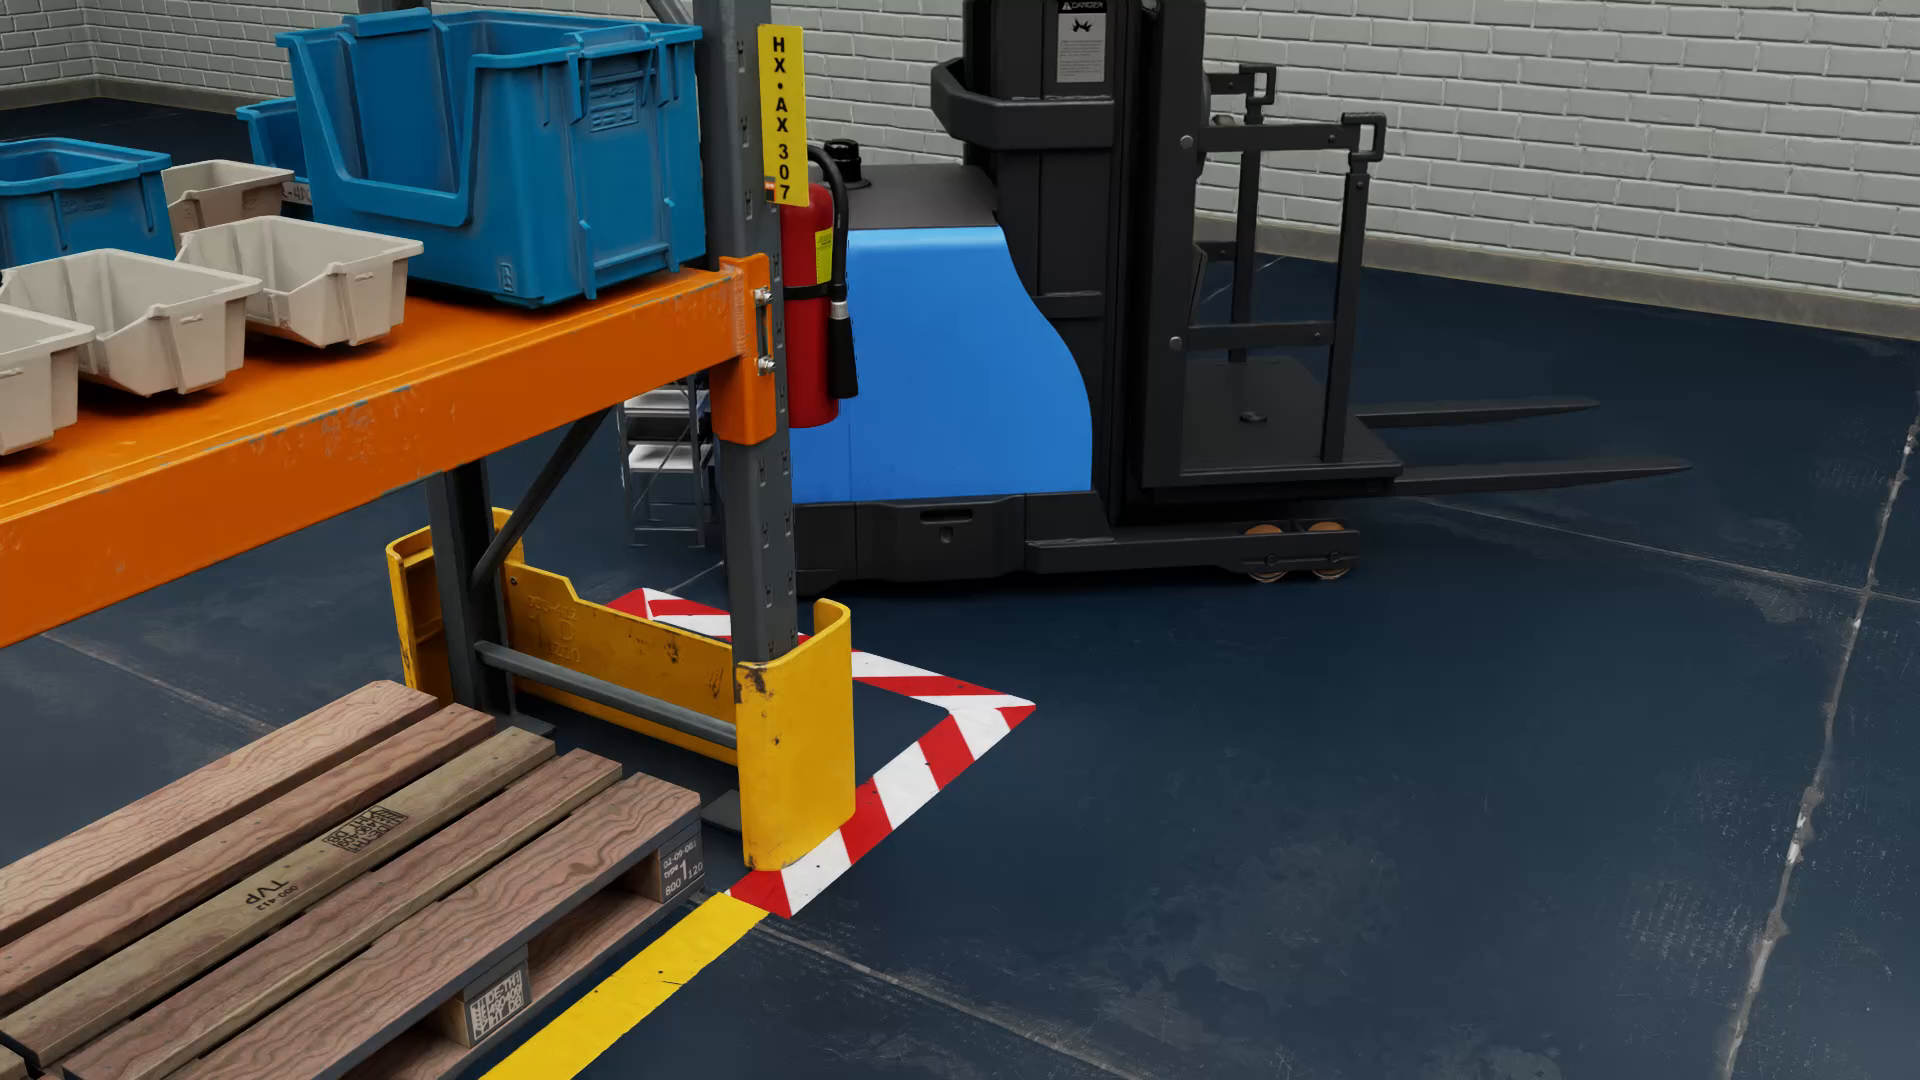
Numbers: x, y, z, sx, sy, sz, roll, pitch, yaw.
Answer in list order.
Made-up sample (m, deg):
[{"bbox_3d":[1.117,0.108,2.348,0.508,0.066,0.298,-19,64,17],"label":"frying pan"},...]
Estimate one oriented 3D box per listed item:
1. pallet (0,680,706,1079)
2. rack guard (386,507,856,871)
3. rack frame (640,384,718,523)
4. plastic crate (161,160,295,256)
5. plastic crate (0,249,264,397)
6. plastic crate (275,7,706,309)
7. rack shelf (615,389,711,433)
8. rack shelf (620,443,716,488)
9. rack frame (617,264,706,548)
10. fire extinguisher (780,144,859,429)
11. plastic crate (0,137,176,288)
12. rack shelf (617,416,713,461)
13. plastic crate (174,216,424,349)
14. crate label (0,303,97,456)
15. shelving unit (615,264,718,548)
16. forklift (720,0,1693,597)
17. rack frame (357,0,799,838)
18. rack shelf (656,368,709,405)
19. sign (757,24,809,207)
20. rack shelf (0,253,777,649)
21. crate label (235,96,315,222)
[{"bbox_3d":[-1.271,0.730,3.297,1.003,0.211,1.213,14,27,29],"label":"pallet"},{"bbox_3d":[-0.801,0.317,3.889,1.175,0.500,0.348,14,27,29],"label":"rack guard"},{"bbox_3d":[-0.904,-0.472,5.206,0.240,0.900,0.006,1,24,3],"label":"rack frame"},{"bbox_3d":[-1.452,-0.621,3.165,0.250,0.136,0.298,14,27,29],"label":"plastic crate"},{"bbox_3d":[-1.244,-0.318,2.466,0.396,0.136,0.243,14,27,29],"label":"plastic crate"},{"bbox_3d":[-0.821,-0.711,2.997,0.616,0.435,0.499,14,27,29],"label":"plastic crate"},{"bbox_3d":[-0.910,-0.401,5.127,0.258,0.077,0.200,1,24,3],"label":"rack shelf"},{"bbox_3d":[-0.910,-0.236,5.198,0.258,0.077,0.200,1,24,3],"label":"rack shelf"},{"bbox_3d":[-0.916,-0.391,5.020,0.240,0.900,0.006,1,24,3],"label":"rack frame"},{"bbox_3d":[-0.337,-0.569,3.355,0.296,0.674,0.183,14,27,29],"label":"fire extinguisher"},{"bbox_3d":[-1.560,-0.534,2.843,0.416,0.233,0.300,14,27,29],"label":"plastic crate"},{"bbox_3d":[-0.910,-0.319,5.162,0.258,0.077,0.200,1,24,3],"label":"rack shelf"},{"bbox_3d":[-1.079,-0.413,2.685,0.396,0.136,0.243,14,27,29],"label":"plastic crate"},{"bbox_3d":[-1.370,-0.219,2.237,0.396,0.136,0.243,14,27,29],"label":"crate label"},{"bbox_3d":[-0.910,-0.432,5.113,0.258,0.900,0.210,1,24,3],"label":"shelving unit"},{"bbox_3d":[0.762,-1.427,4.856,3.031,2.935,1.130,-3,24,-7],"label":"forklift"},{"bbox_3d":[-0.803,-0.820,3.368,1.000,3.000,0.127,14,27,29],"label":"rack frame"},{"bbox_3d":[-0.910,-0.484,5.091,0.258,0.077,0.200,1,24,3],"label":"rack shelf"},{"bbox_3d":[-0.327,-0.785,3.082,0.100,0.325,0.005,14,27,29],"label":"sign"},{"bbox_3d":[-1.858,0.186,1.951,1.077,0.370,4.000,14,27,29],"label":"rack shelf"},{"bbox_3d":[-1.213,-0.756,3.356,0.416,0.233,0.303,14,27,29],"label":"crate label"}]
